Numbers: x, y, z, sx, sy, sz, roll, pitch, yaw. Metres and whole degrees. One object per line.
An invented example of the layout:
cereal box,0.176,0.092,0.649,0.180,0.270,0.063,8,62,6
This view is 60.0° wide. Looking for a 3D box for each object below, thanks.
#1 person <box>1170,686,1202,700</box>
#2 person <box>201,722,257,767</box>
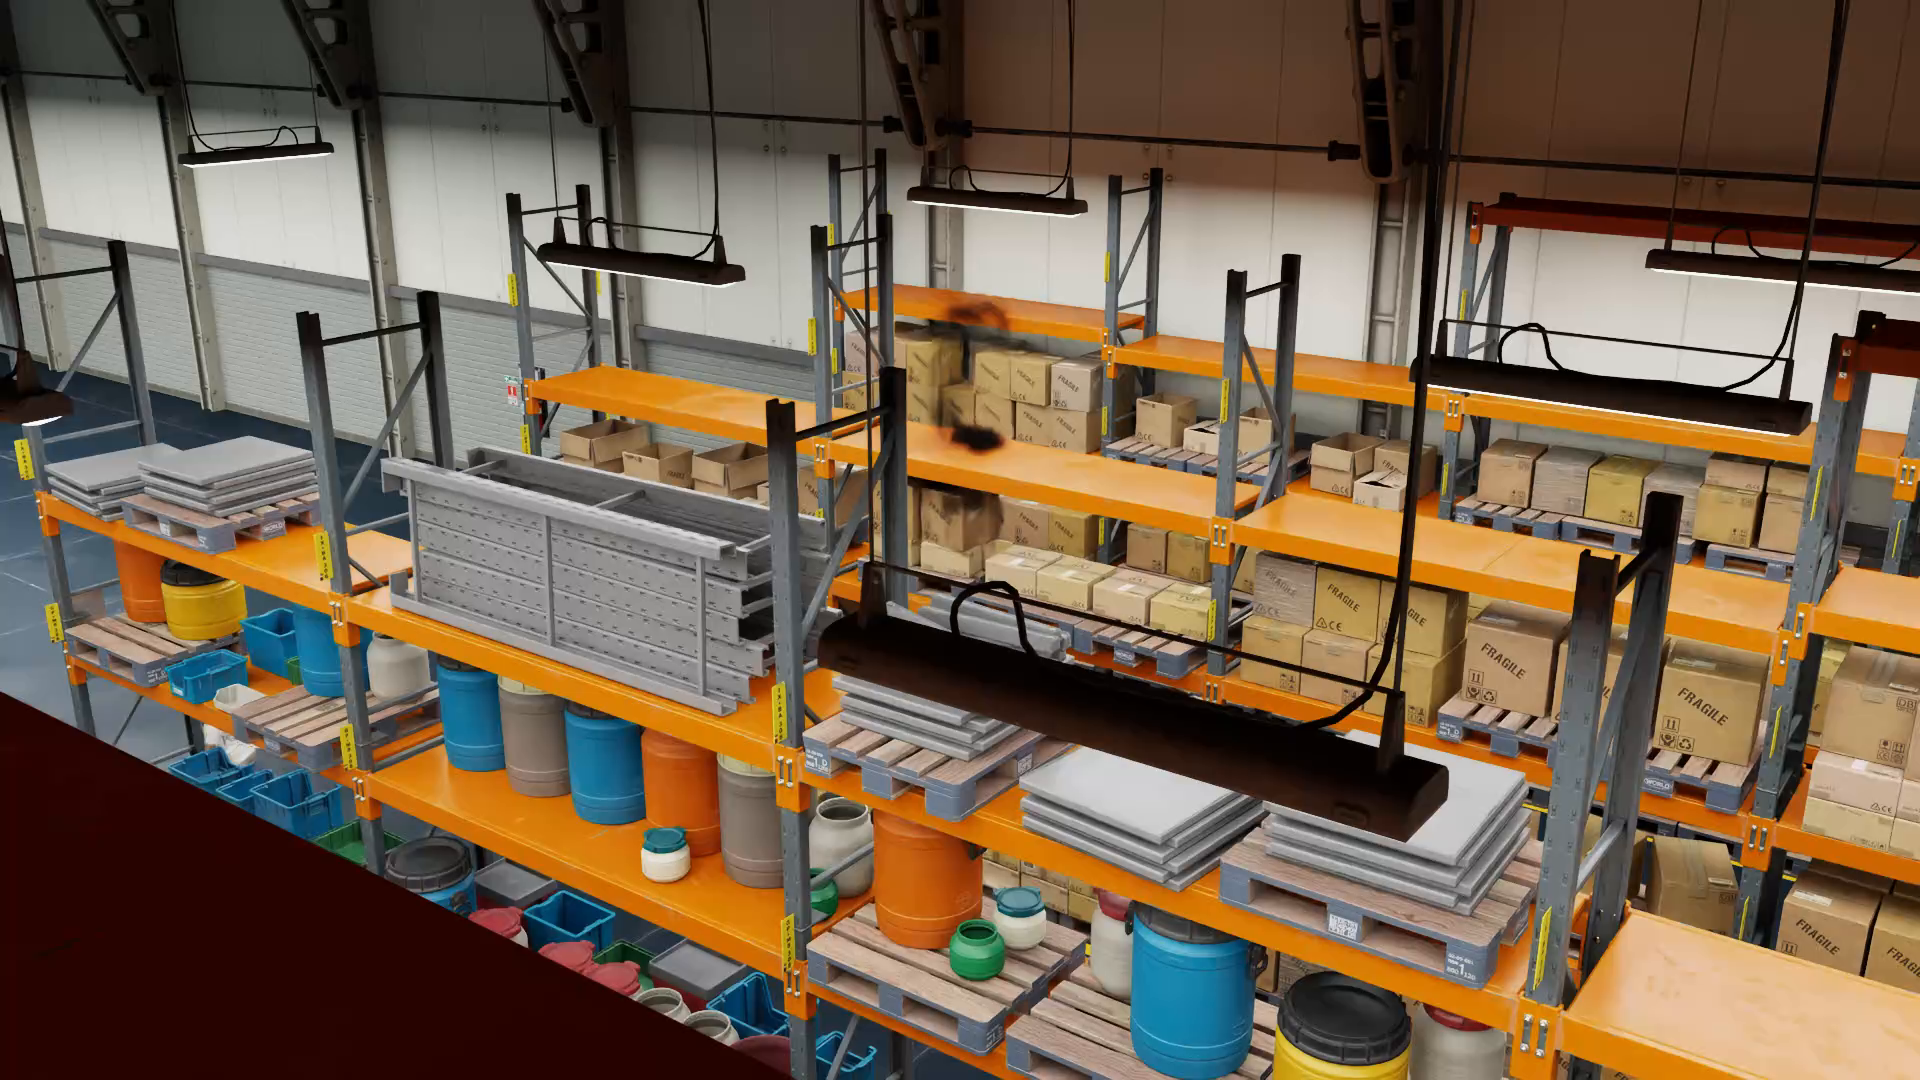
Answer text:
person,2.161,2.092,16.183,0.598,1.723,0.702,16,24,39
person,-7.052,2.150,16.196,0.787,1.627,0.737,4,19,12
